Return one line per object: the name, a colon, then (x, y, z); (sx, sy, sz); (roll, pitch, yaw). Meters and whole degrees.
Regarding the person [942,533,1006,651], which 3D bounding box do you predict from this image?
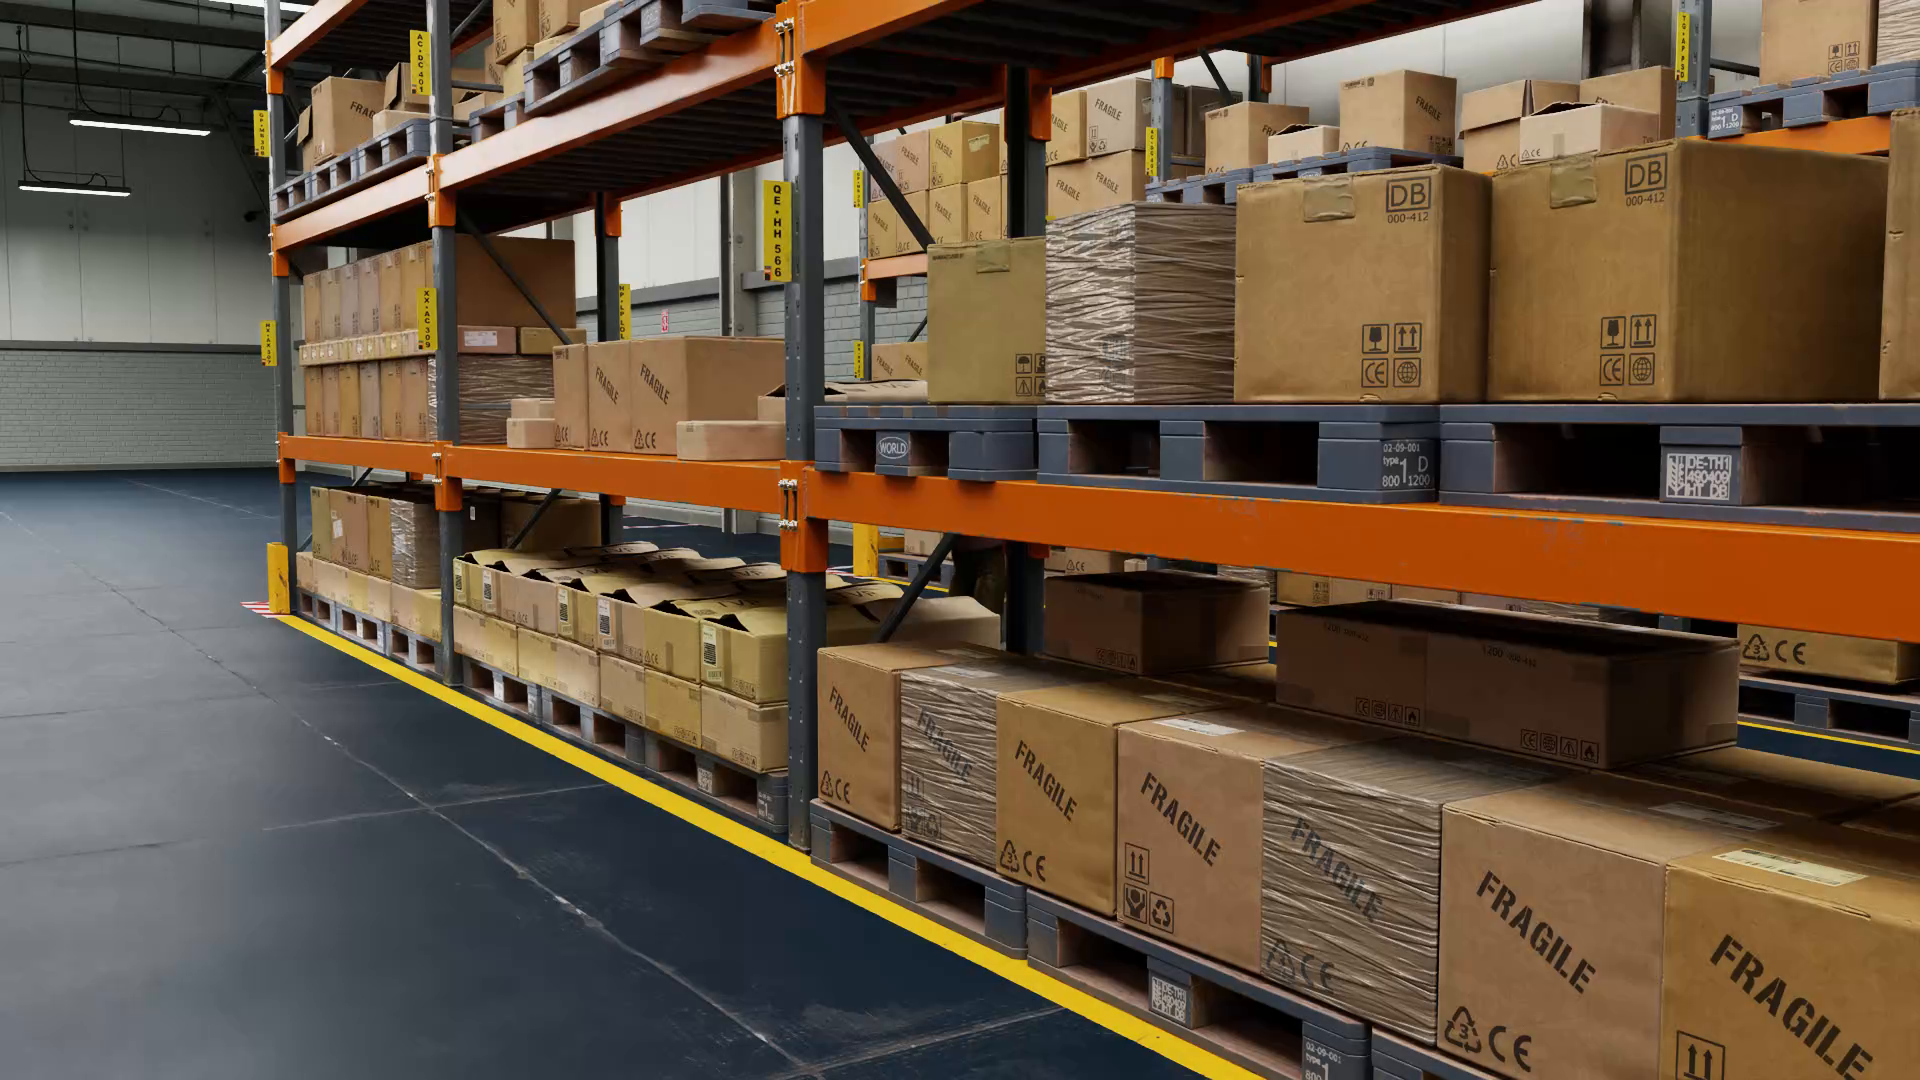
person: (0.088, -0.181, 10.039); (0.426, 1.774, 0.617); (-3, 6, -36)
